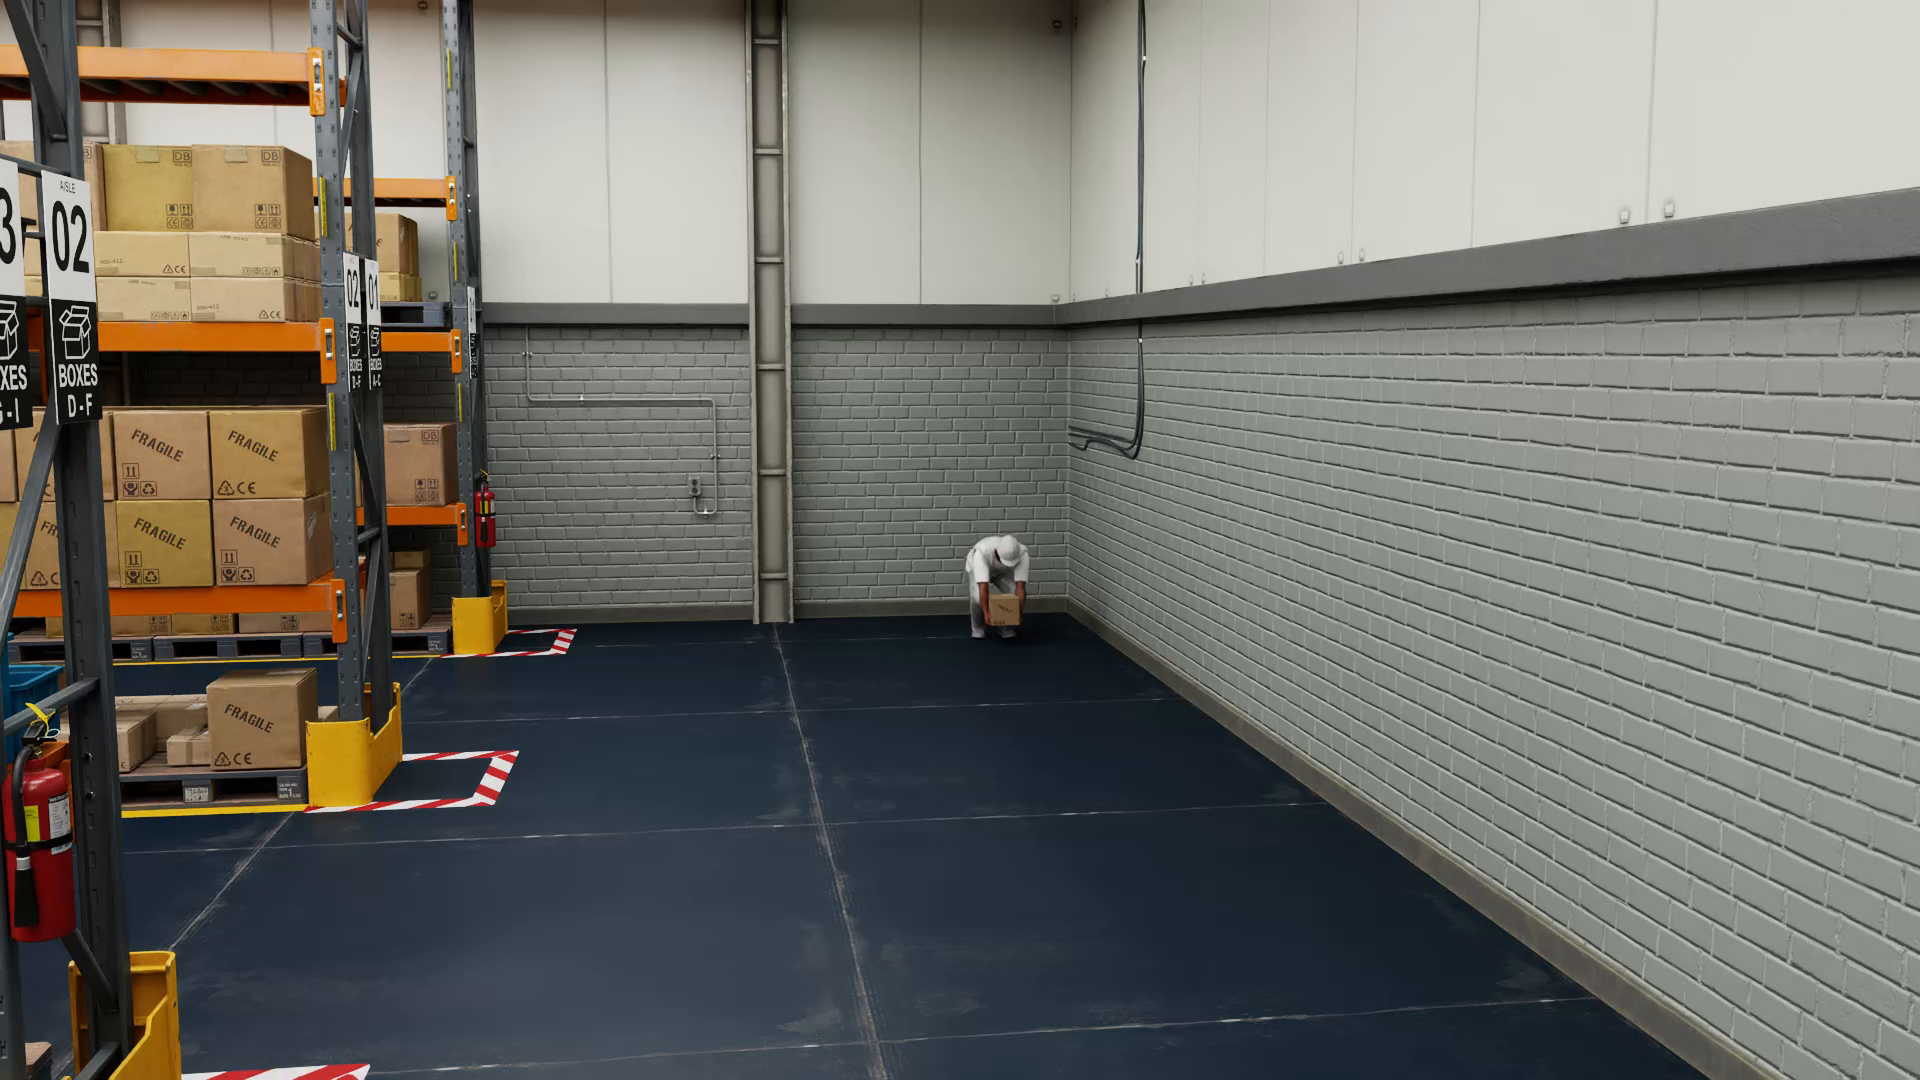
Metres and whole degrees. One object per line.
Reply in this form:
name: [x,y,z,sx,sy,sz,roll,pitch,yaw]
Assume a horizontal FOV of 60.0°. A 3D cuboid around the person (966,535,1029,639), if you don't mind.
person: [0.352,0.418,15.274,0.534,1.013,0.944,-1,7,-11]
